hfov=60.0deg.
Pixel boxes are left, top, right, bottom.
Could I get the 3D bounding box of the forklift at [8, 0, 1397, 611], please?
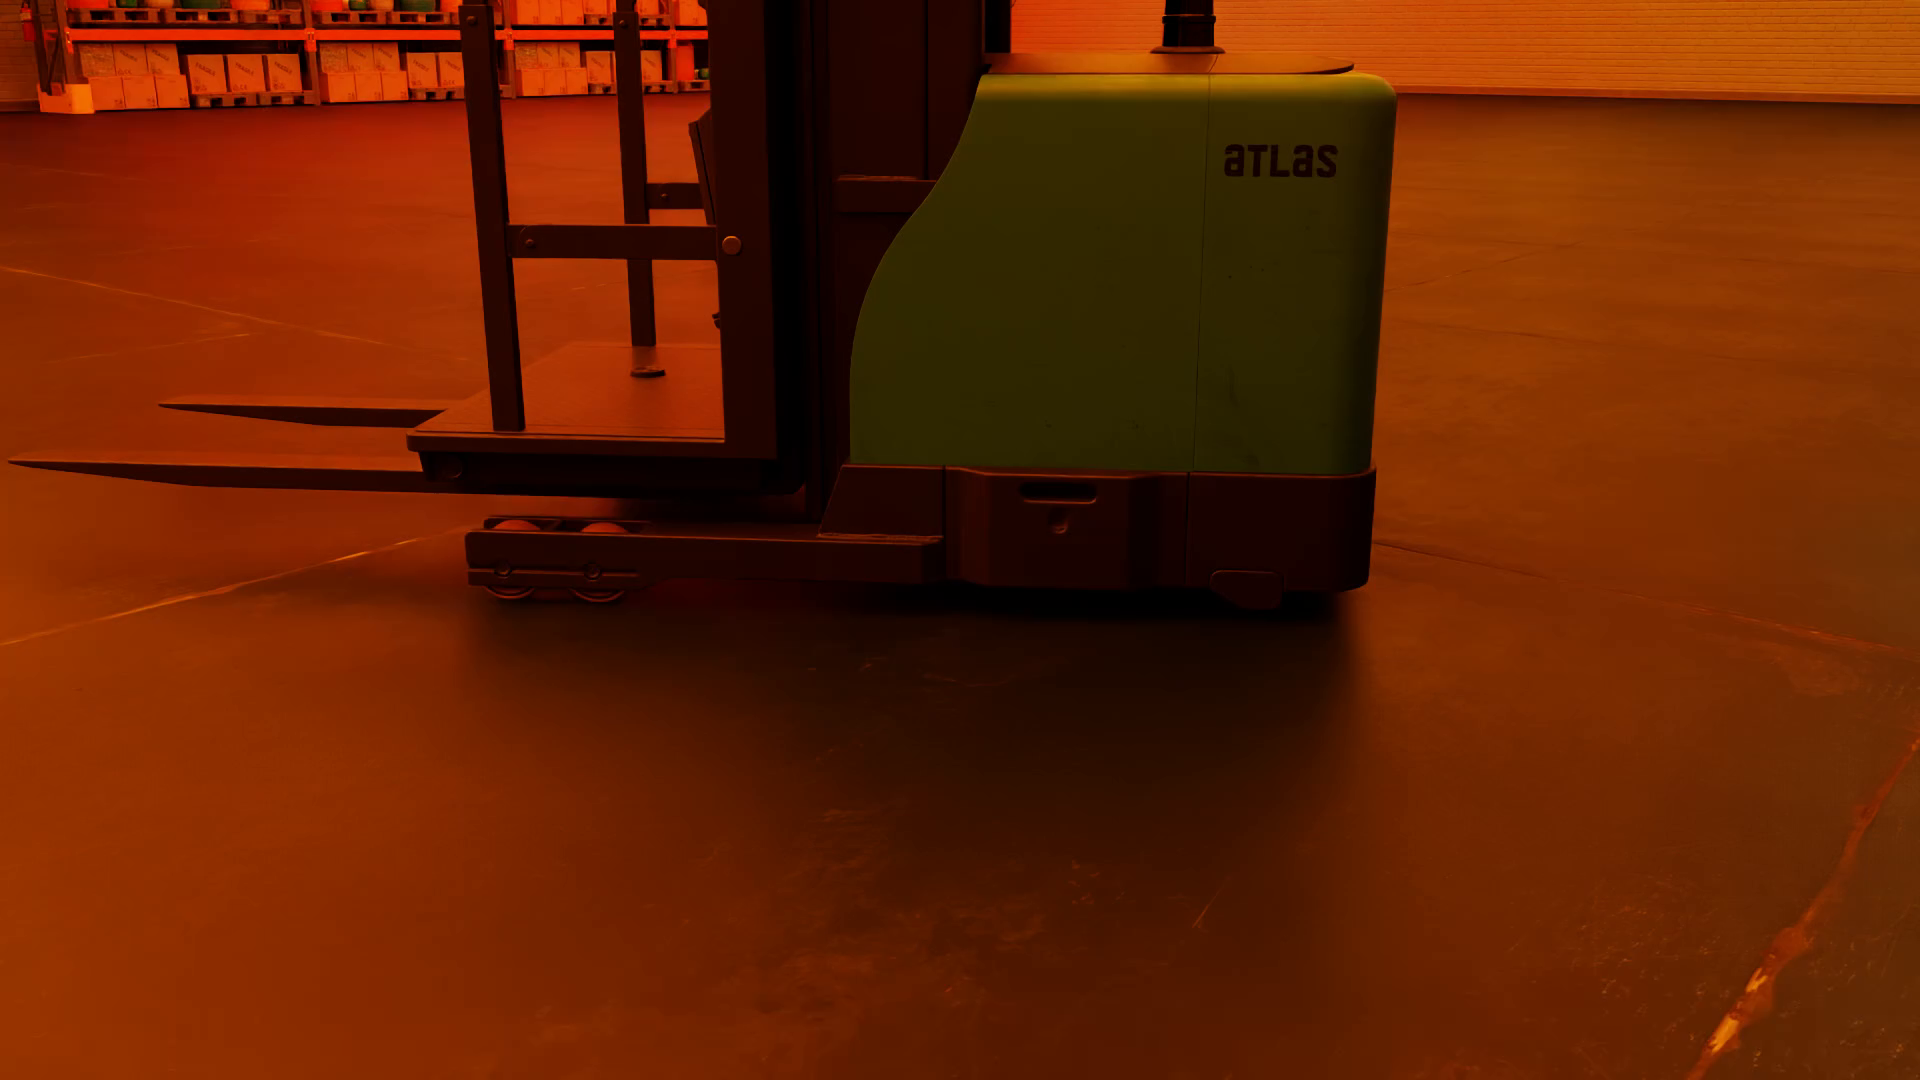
[{"bbox_3d":[-0.621,-1.421,3.577,3.031,2.935,1.130,2,17,6],"label":"forklift"}]
